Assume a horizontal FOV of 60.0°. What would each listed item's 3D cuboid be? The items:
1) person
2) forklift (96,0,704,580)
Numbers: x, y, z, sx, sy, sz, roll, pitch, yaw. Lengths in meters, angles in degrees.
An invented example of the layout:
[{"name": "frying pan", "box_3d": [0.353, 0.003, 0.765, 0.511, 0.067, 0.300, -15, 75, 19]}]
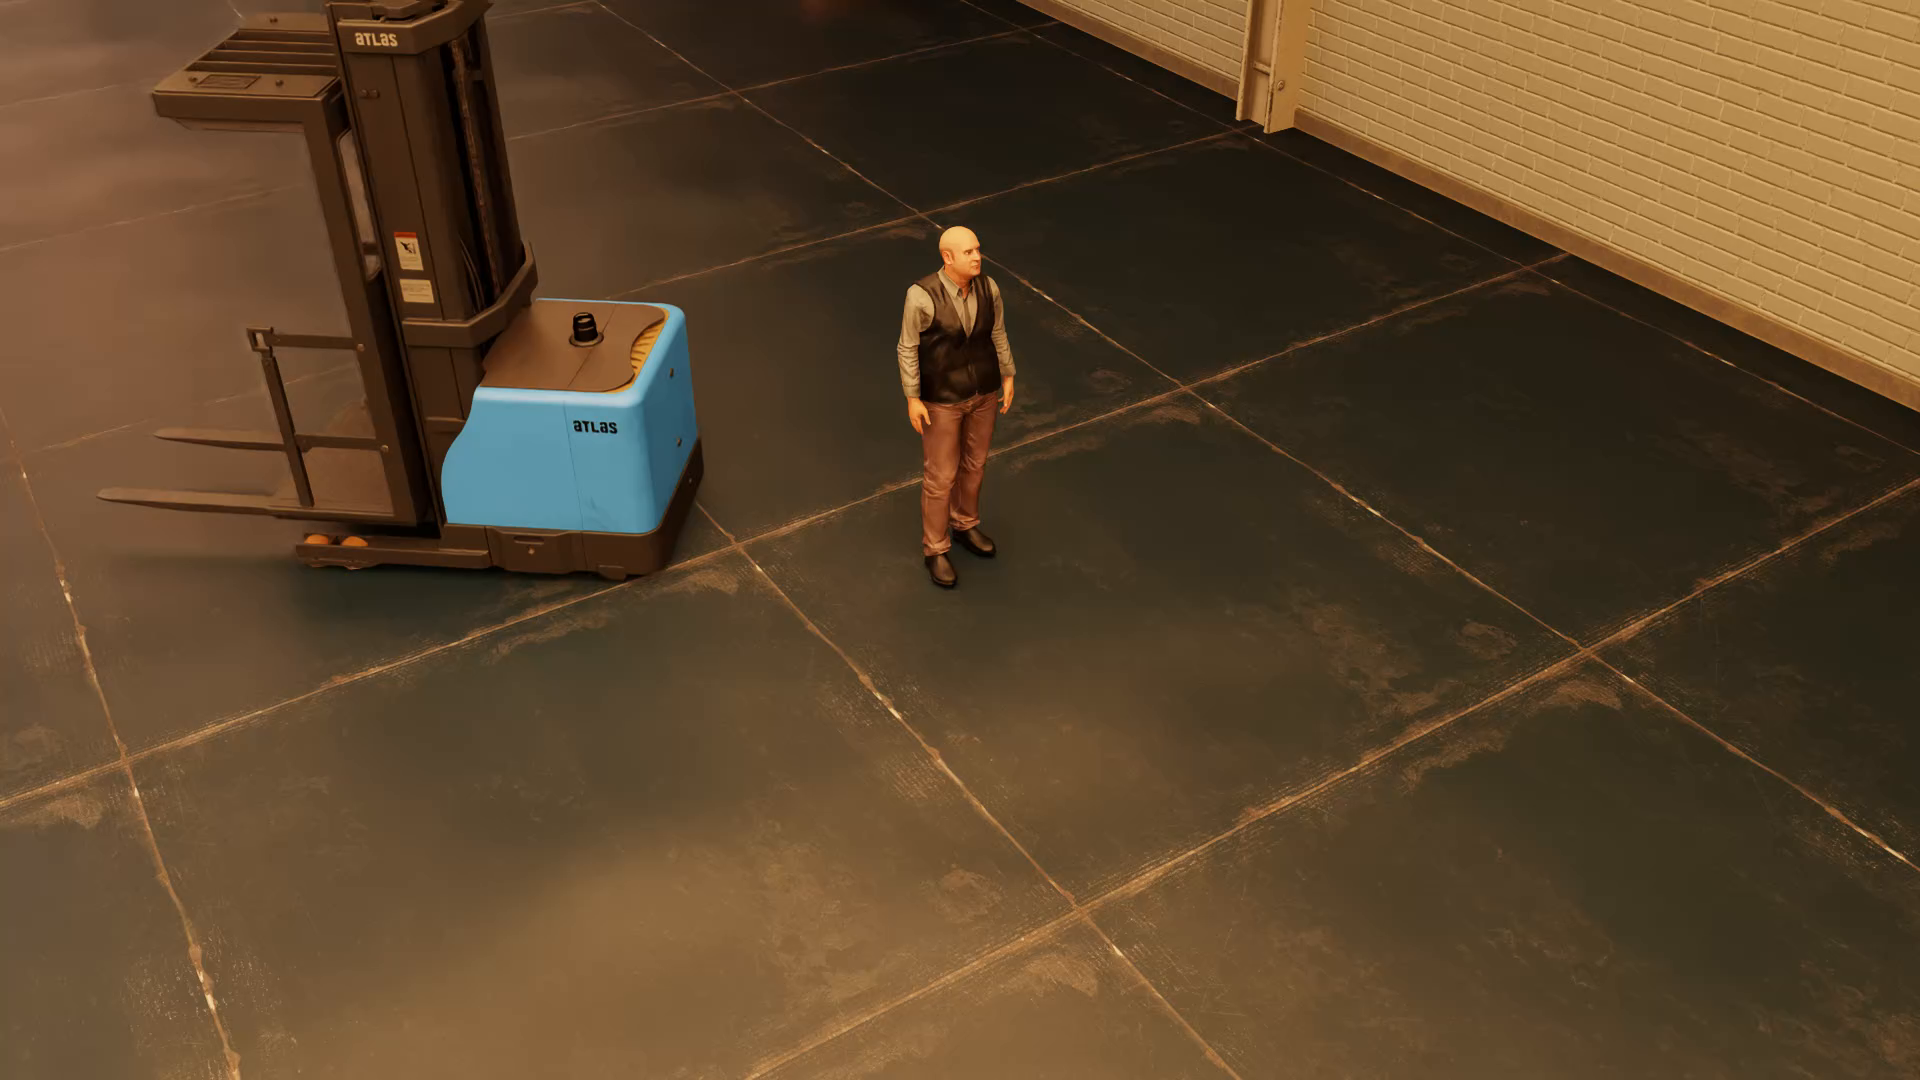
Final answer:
[{"name": "person", "box_3d": [0.028, -0.678, 8.152, 0.633, 1.721, 0.568, -21, 40, -27]}, {"name": "forklift", "box_3d": [-2.949, -1.346, 8.064, 3.031, 2.935, 1.130, 3, 35, 5]}]
